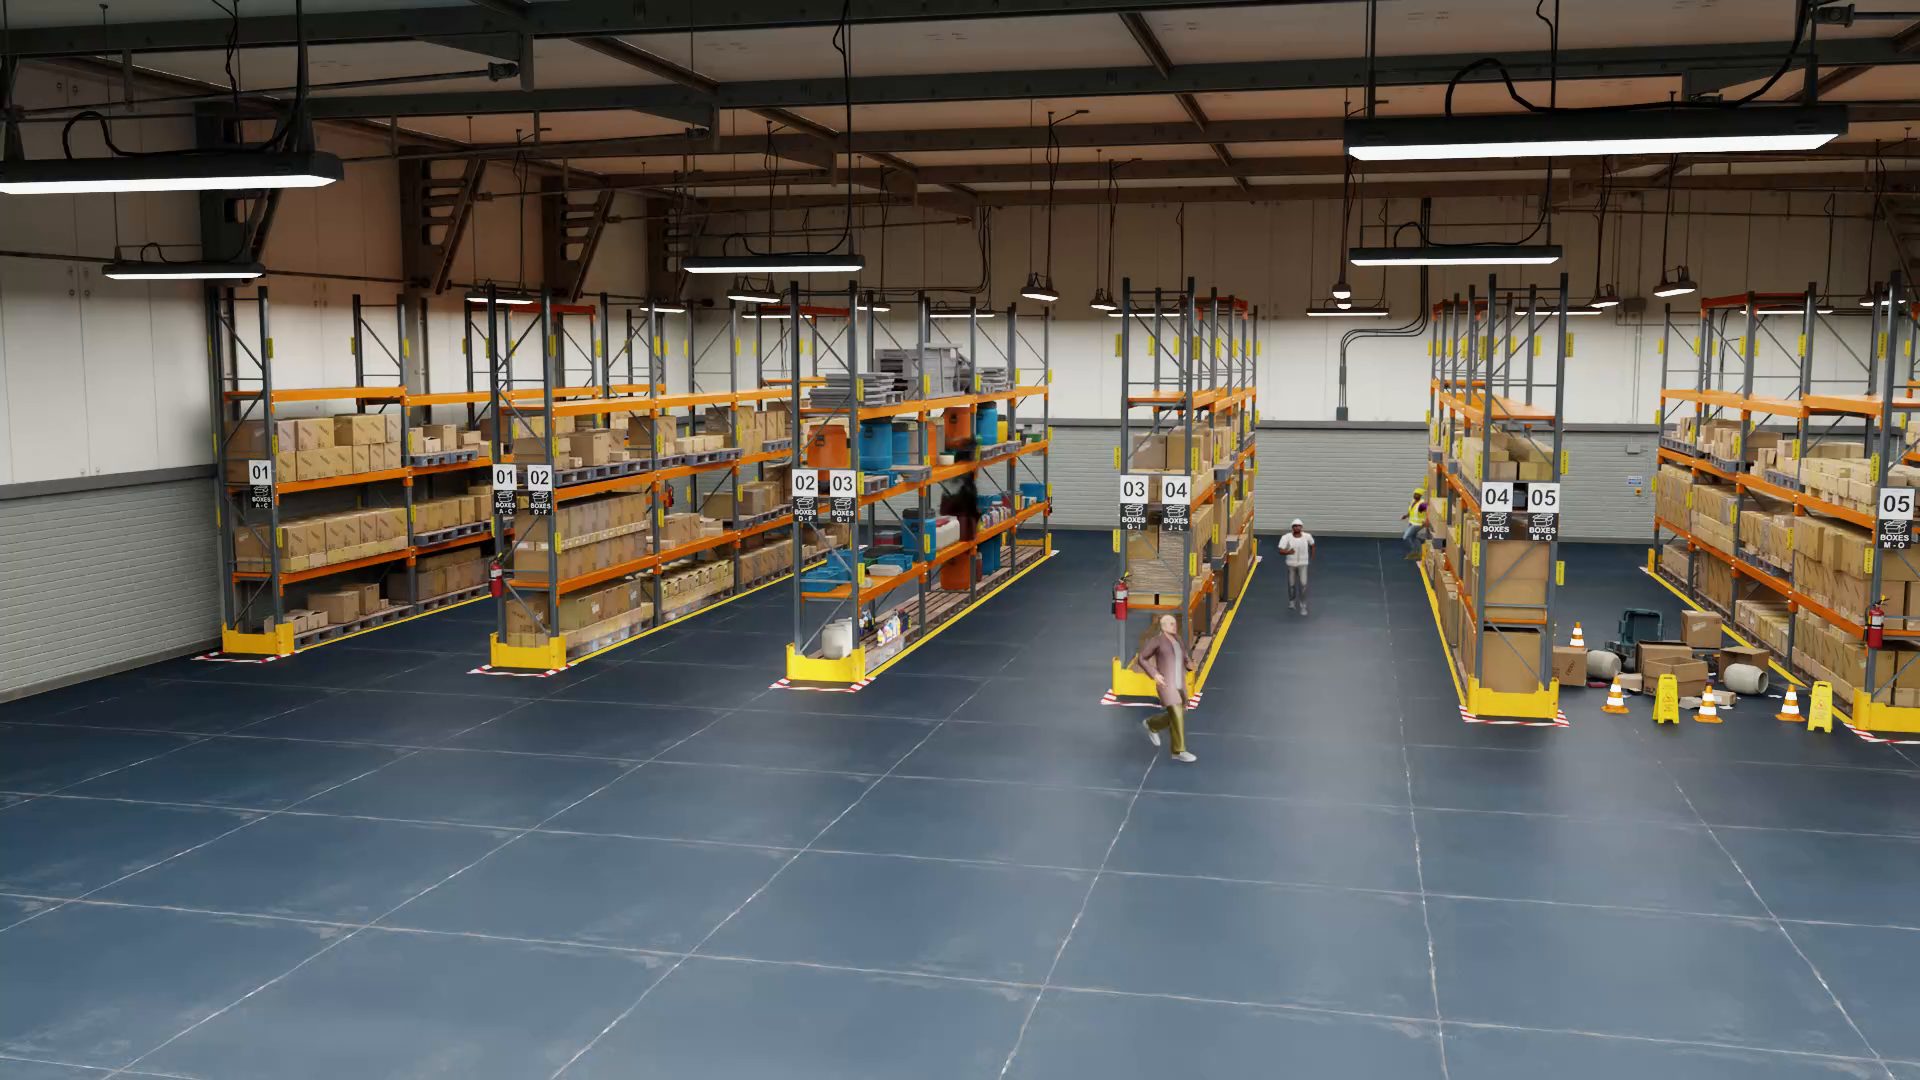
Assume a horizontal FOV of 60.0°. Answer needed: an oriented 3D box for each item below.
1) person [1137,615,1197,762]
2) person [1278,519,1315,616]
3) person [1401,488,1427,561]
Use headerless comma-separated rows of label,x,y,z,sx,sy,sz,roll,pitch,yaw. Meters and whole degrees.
person,2.553,1.793,20.381,0.720,1.751,0.964,-5,9,-40
person,6.379,0.511,31.516,0.707,1.842,0.716,1,7,7
person,10.758,-0.352,39.228,0.666,1.766,0.764,-1,7,-10
